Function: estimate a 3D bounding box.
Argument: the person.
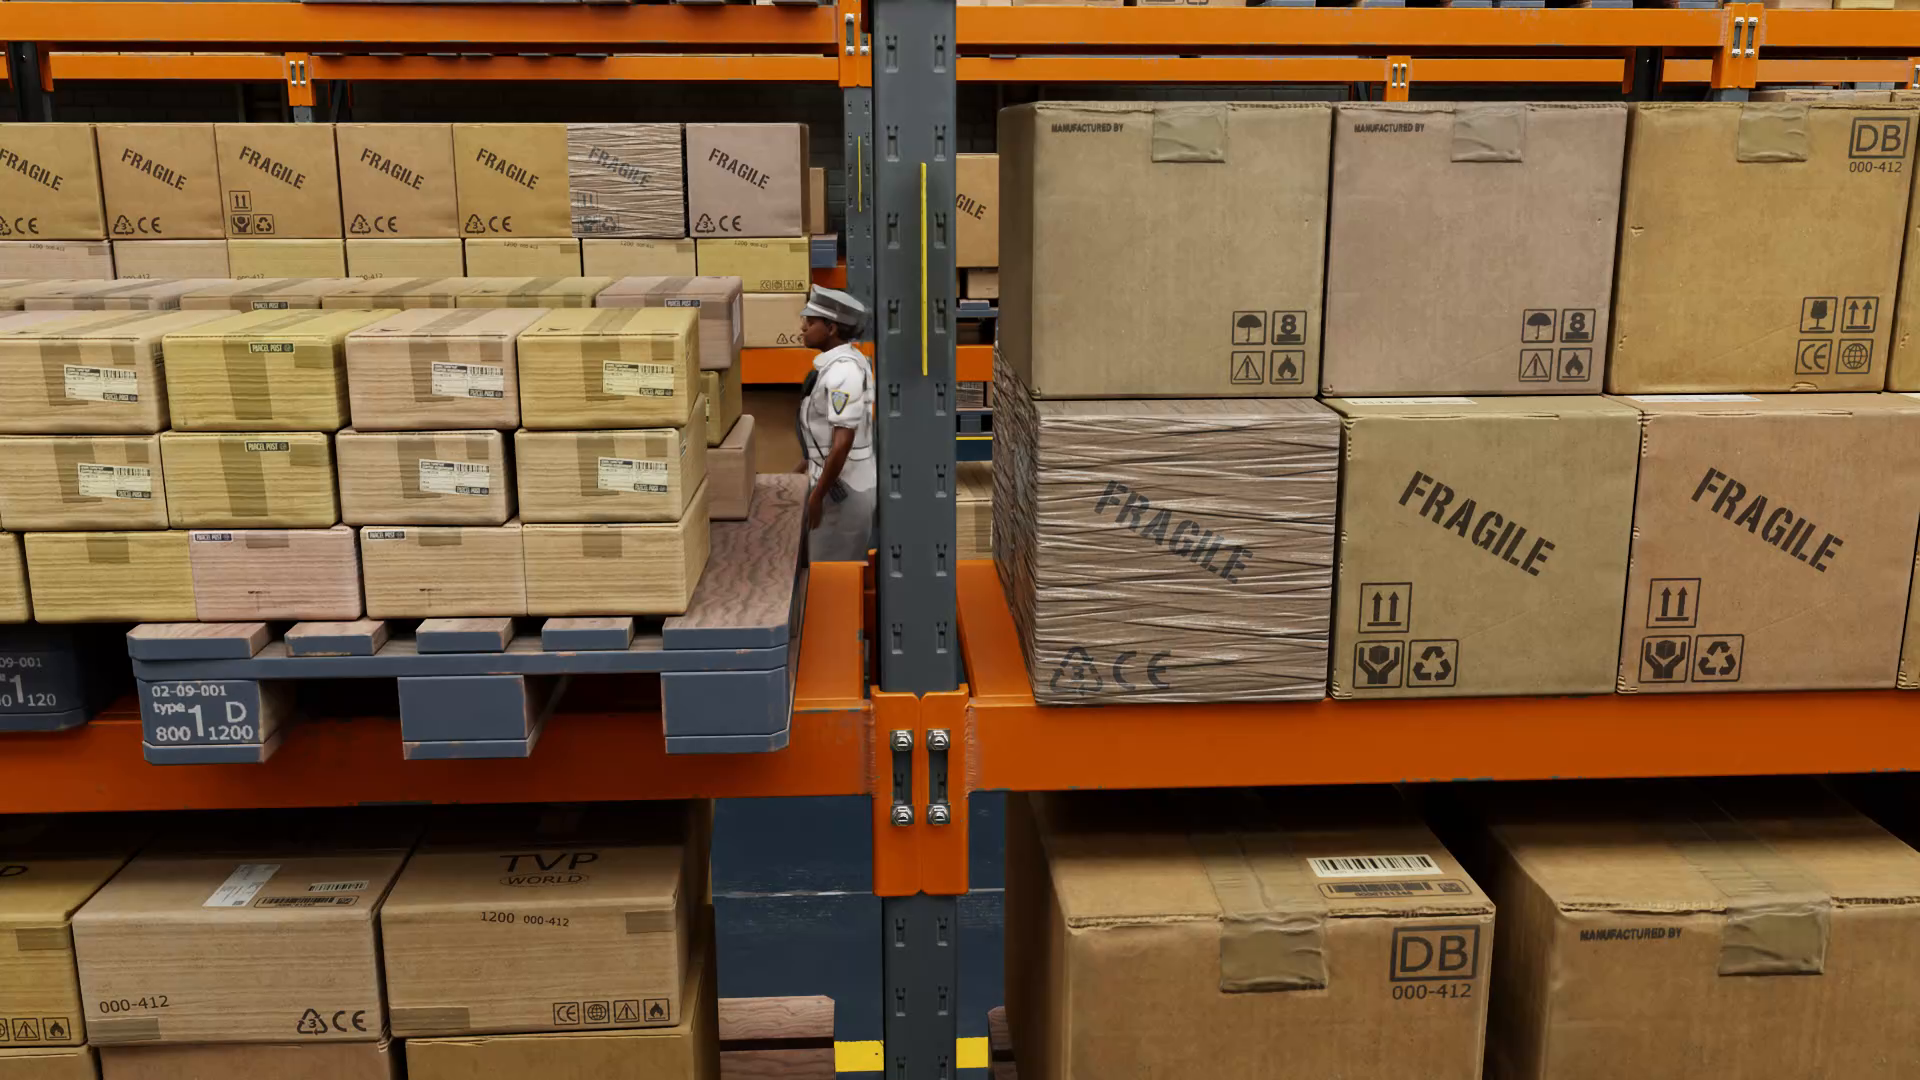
[{"bbox_3d":[-0.537,-0.191,6.730,0.452,1.688,0.532,0,14,-1],"label":"person"}]
